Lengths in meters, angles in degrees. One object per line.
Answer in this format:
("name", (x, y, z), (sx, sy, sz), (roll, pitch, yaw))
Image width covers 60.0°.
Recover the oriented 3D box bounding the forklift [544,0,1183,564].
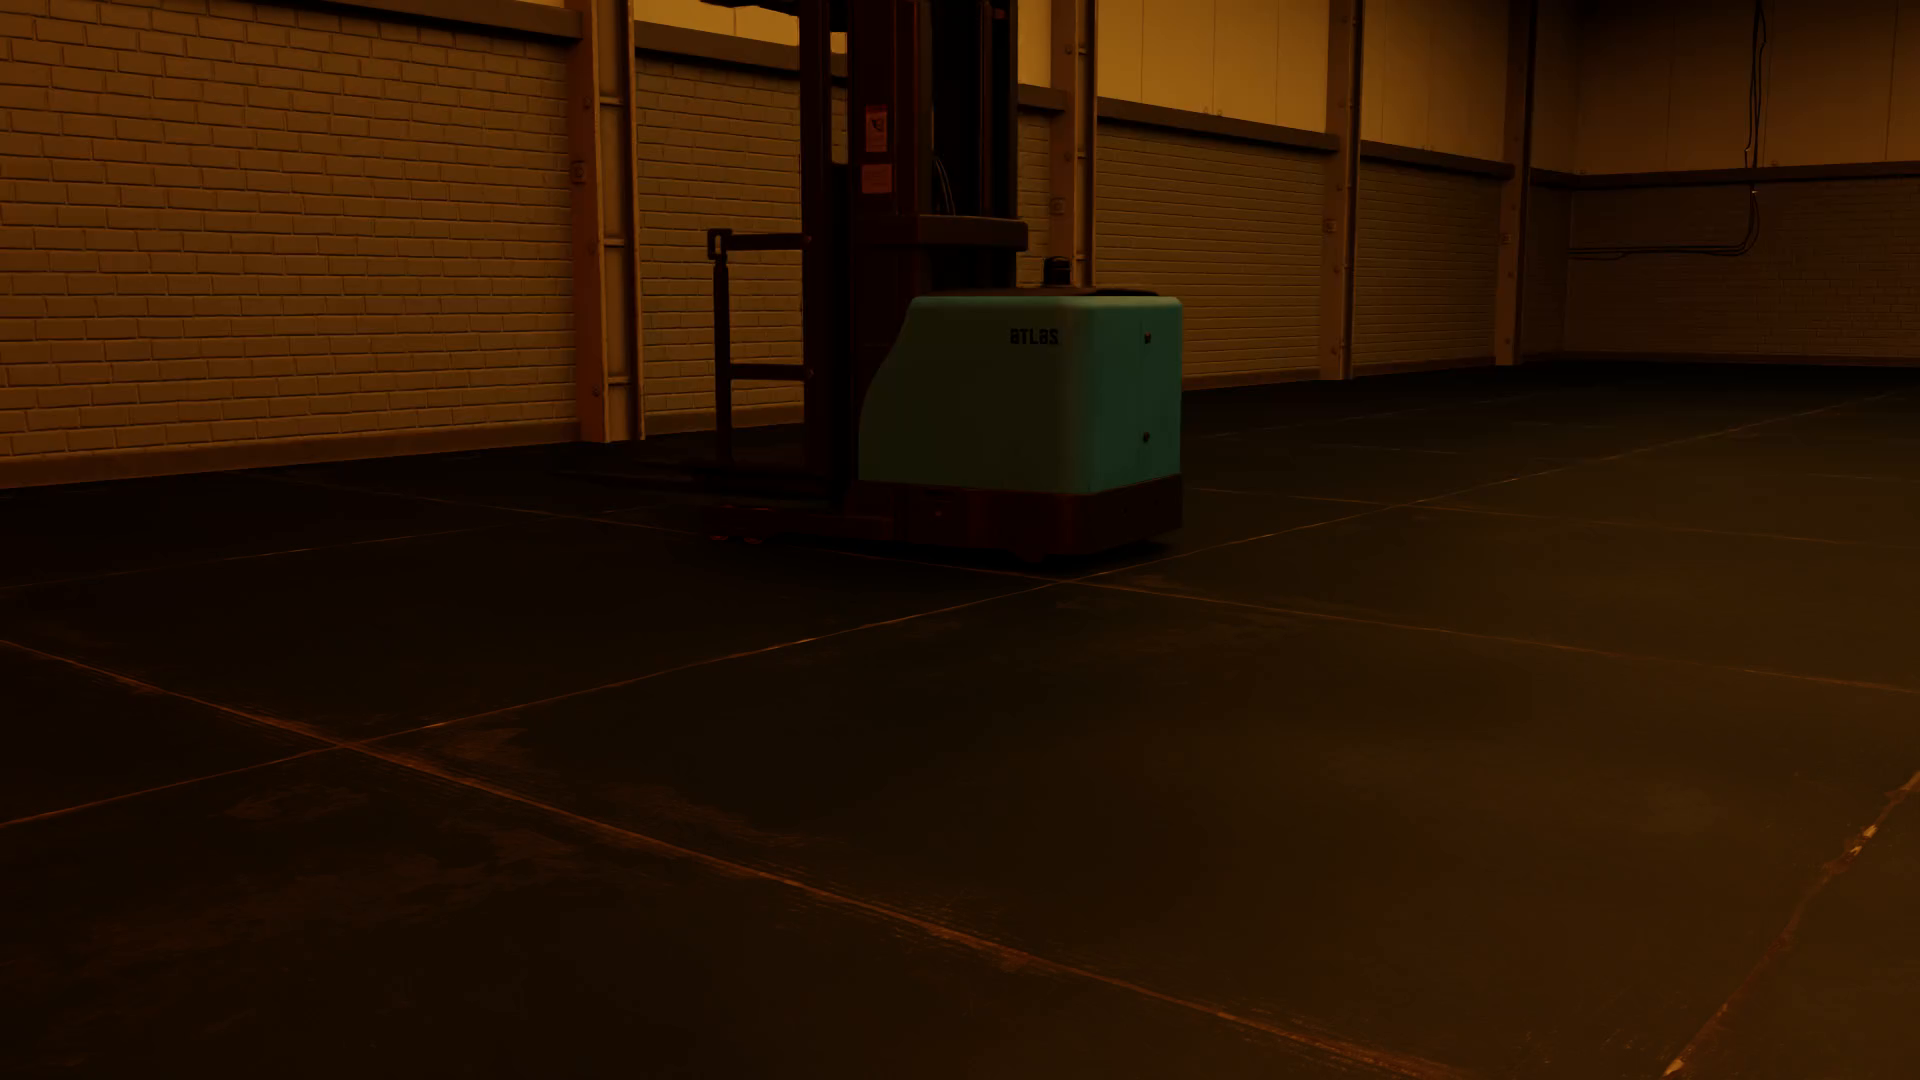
("forklift", (-0.559, -1.489, 7.459), (3.031, 2.935, 1.130), (5, 10, 30))
